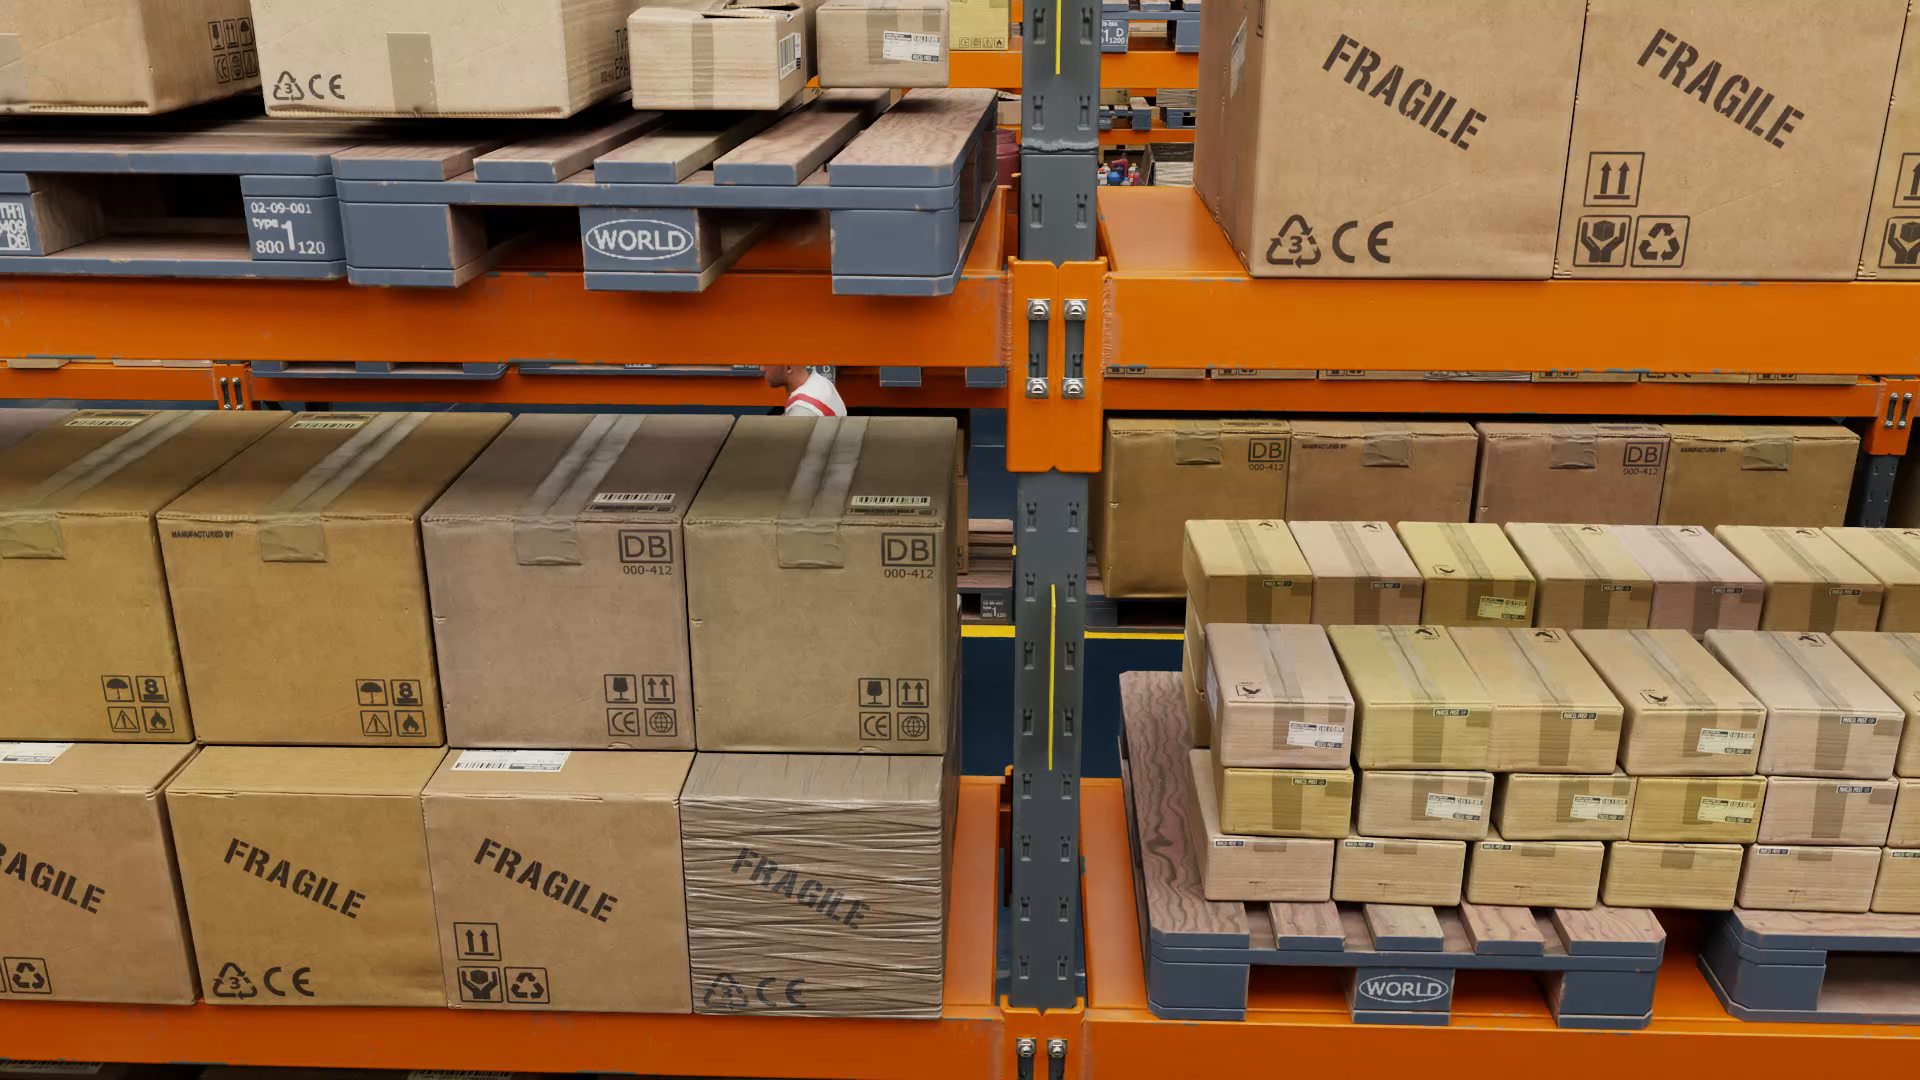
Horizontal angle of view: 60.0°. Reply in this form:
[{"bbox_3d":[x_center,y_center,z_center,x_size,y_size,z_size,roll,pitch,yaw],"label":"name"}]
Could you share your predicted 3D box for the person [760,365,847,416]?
[{"bbox_3d":[-0.674,-0.091,7.301,0.453,1.778,0.604,1,21,1],"label":"person"}]
